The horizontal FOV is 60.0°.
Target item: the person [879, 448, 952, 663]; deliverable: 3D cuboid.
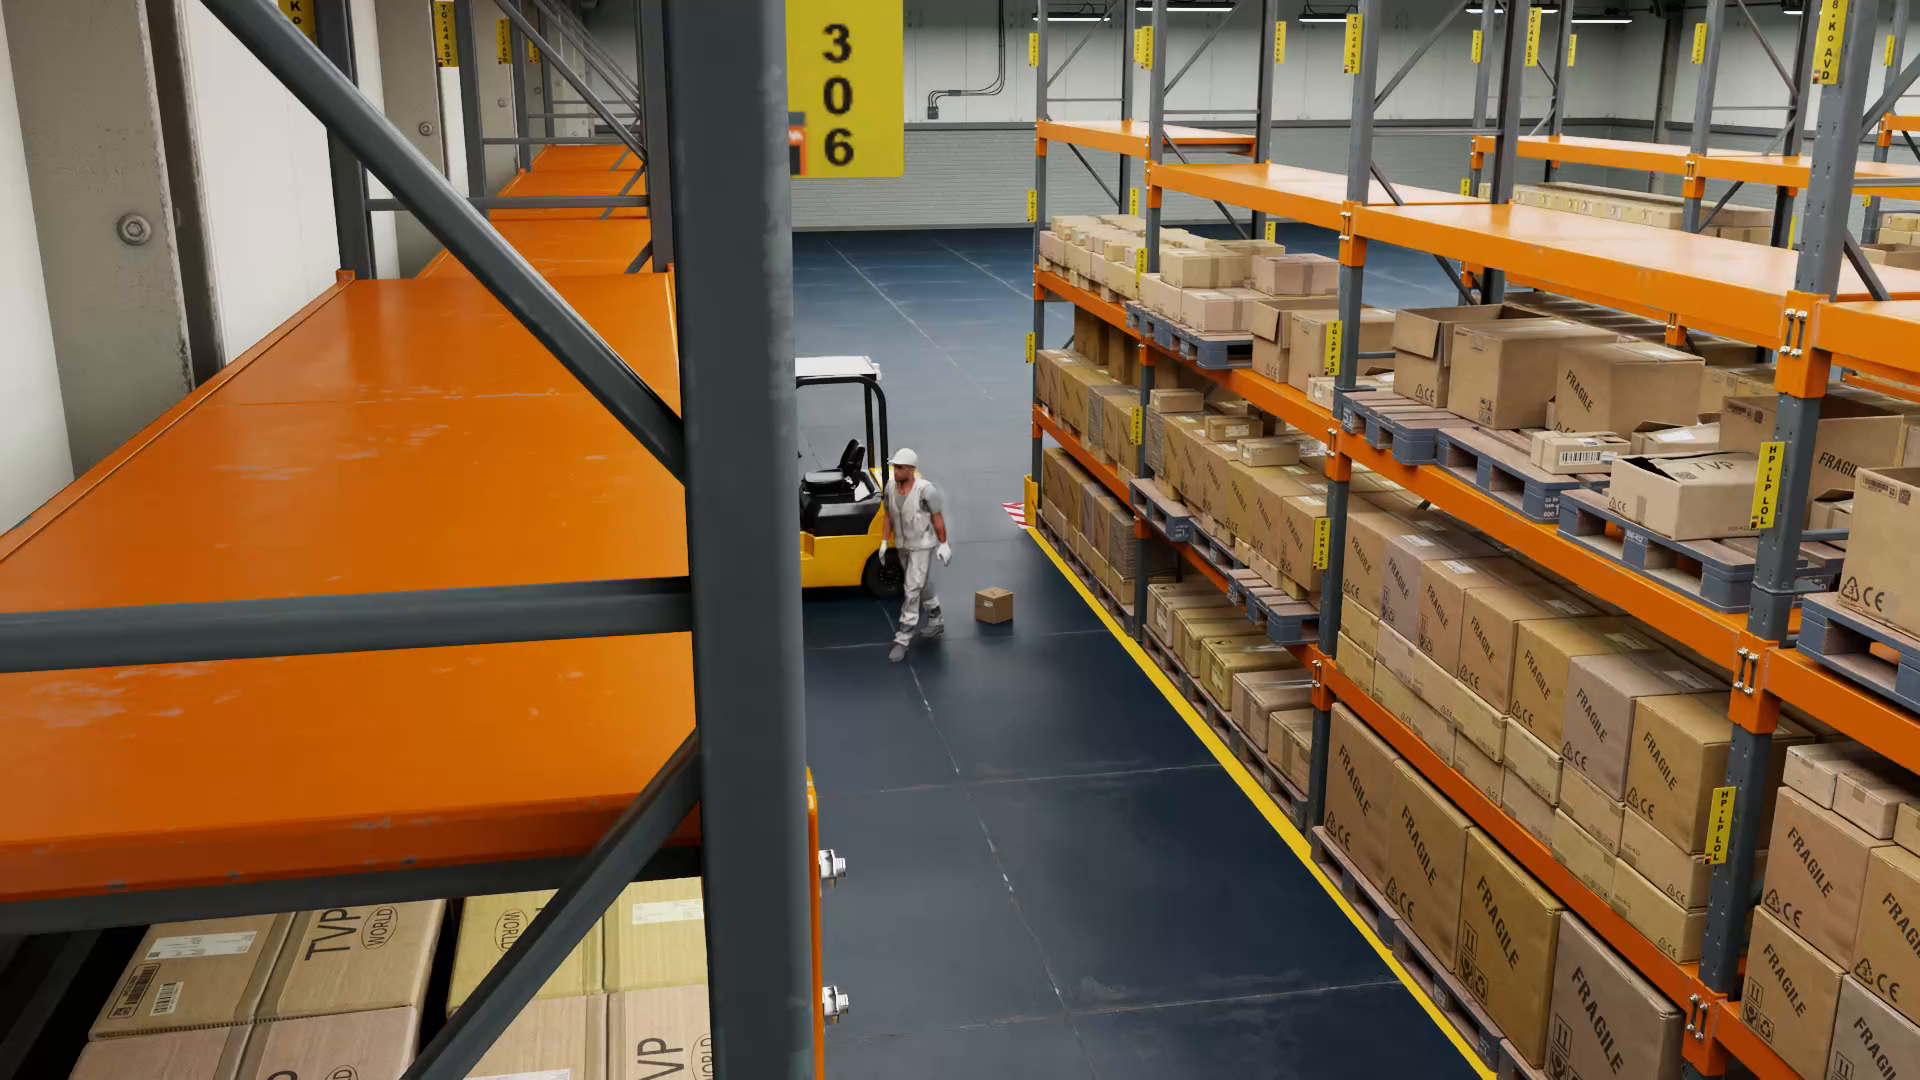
[{"bbox_3d":[-0.433,0.072,14.232,0.579,1.759,0.871,14,21,39],"label":"person"}]
